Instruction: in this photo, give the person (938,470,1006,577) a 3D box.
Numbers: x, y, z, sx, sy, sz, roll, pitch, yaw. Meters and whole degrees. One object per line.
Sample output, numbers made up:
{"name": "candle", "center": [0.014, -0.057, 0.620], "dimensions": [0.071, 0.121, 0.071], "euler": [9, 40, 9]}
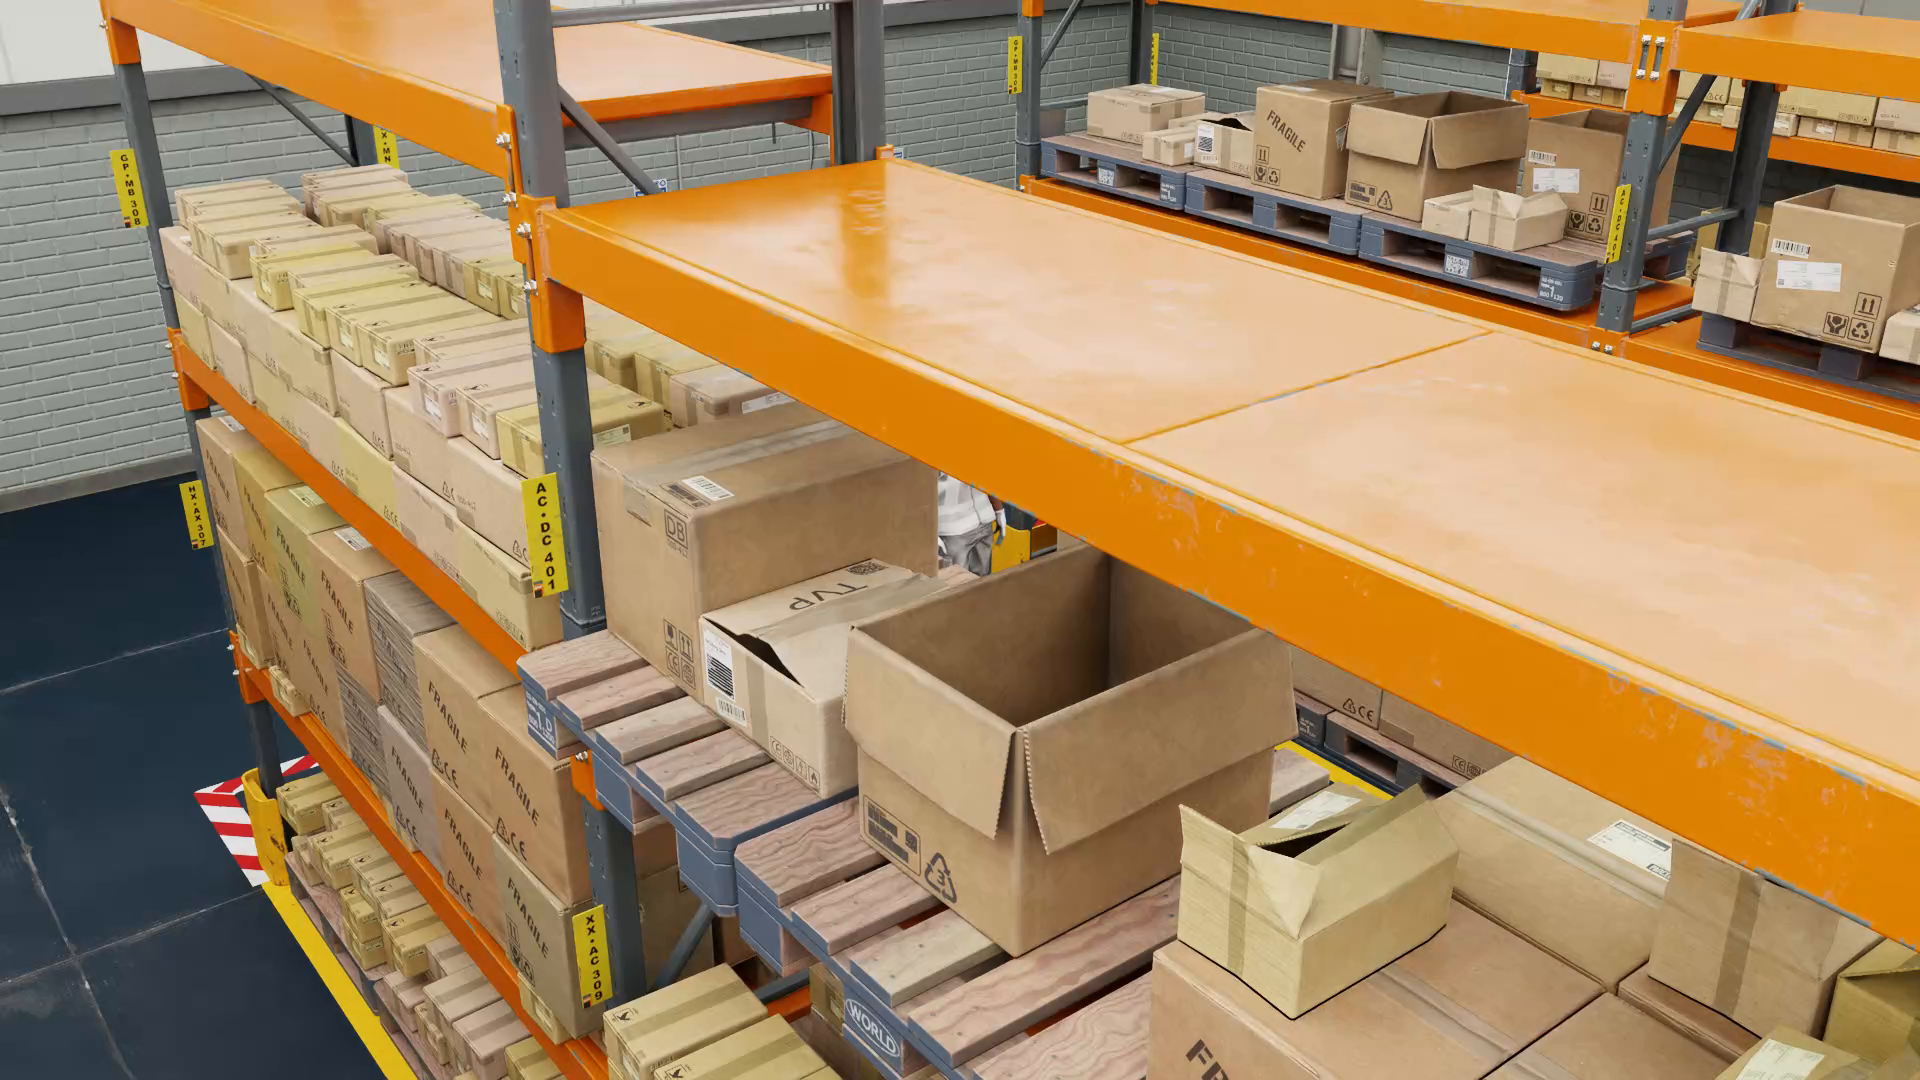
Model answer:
{"name": "person", "center": [0.068, -0.044, 9.988], "dimensions": [0.575, 1.786, 0.656], "euler": [22, 33, 40]}
